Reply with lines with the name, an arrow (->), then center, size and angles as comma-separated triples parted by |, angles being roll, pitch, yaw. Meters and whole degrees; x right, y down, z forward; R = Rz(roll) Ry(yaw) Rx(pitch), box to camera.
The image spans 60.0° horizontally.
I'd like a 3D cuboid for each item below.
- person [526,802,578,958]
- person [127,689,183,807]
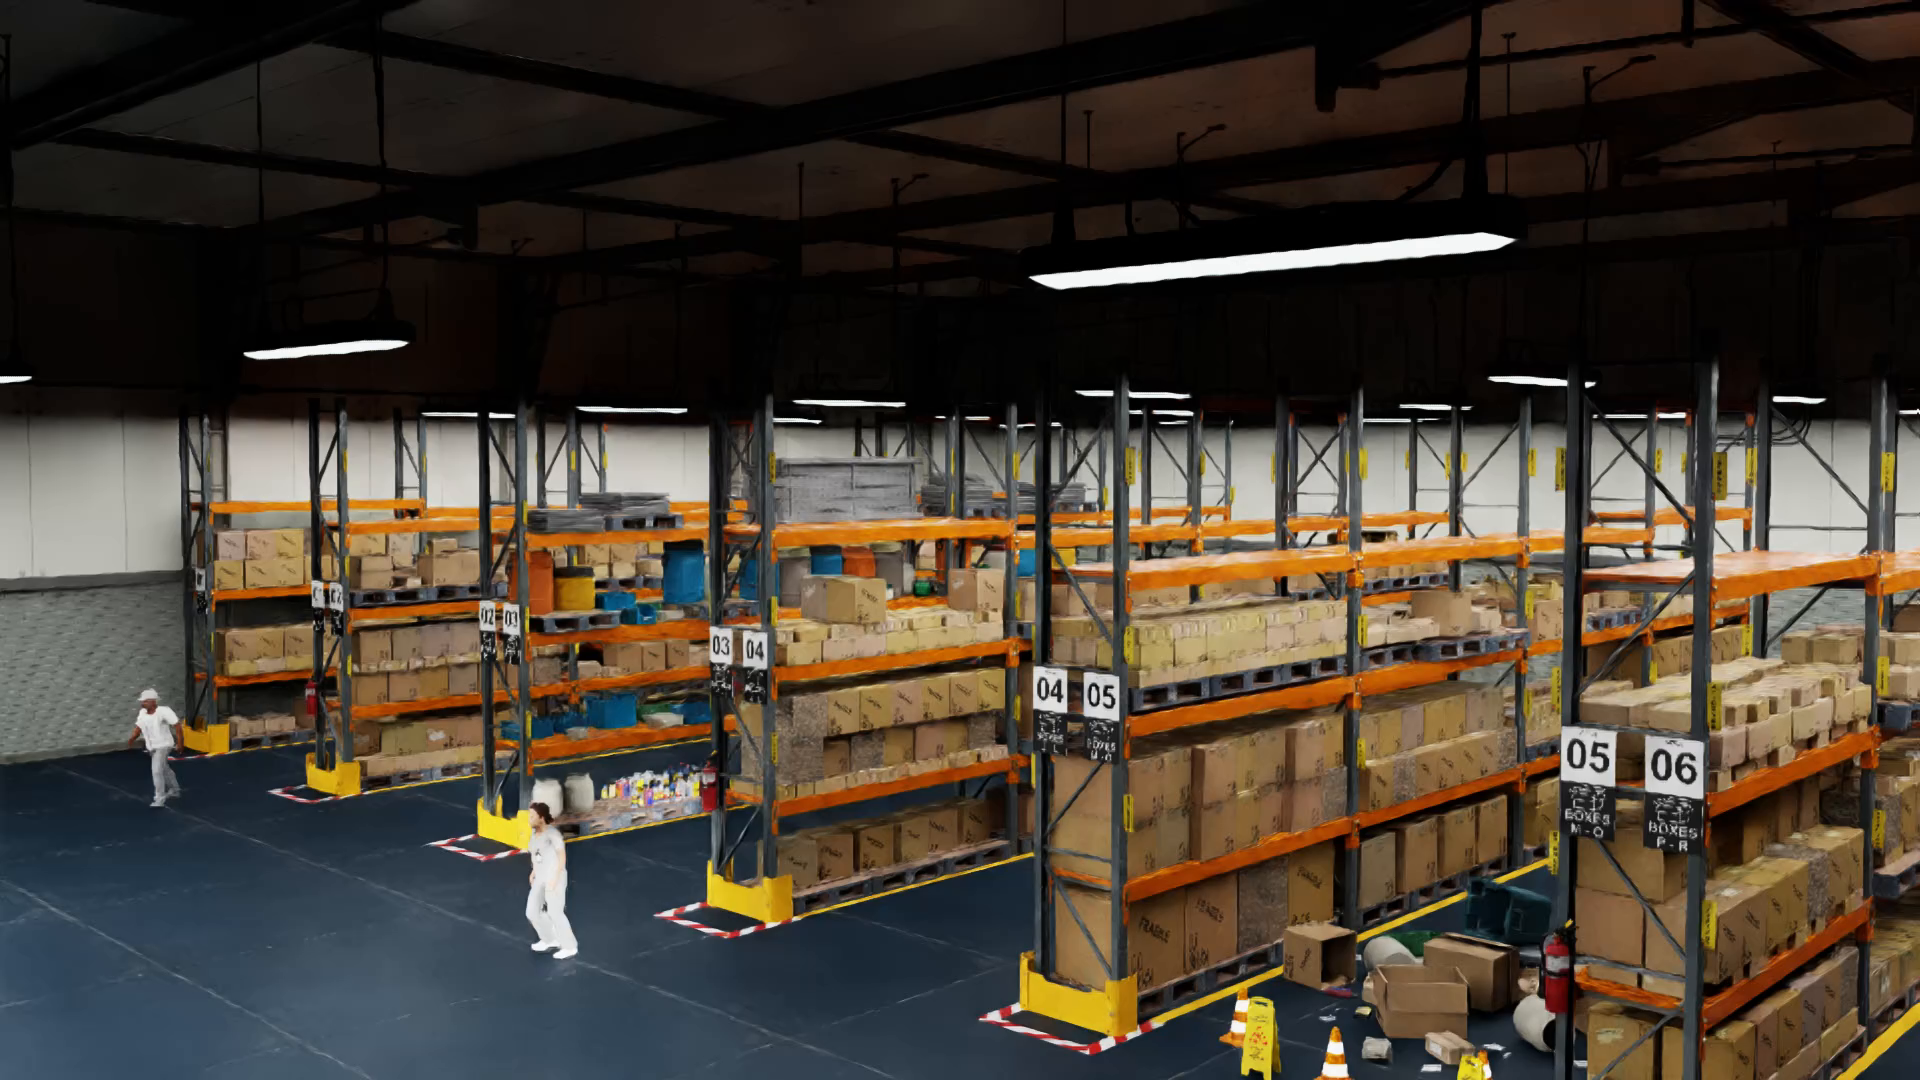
person -> -4.200, 3.463, 17.027 | 0.580, 1.619, 0.506 | 3, 4, 41
person -> -11.761, 3.022, 24.434 | 0.708, 1.702, 0.843 | 2, 3, 27
